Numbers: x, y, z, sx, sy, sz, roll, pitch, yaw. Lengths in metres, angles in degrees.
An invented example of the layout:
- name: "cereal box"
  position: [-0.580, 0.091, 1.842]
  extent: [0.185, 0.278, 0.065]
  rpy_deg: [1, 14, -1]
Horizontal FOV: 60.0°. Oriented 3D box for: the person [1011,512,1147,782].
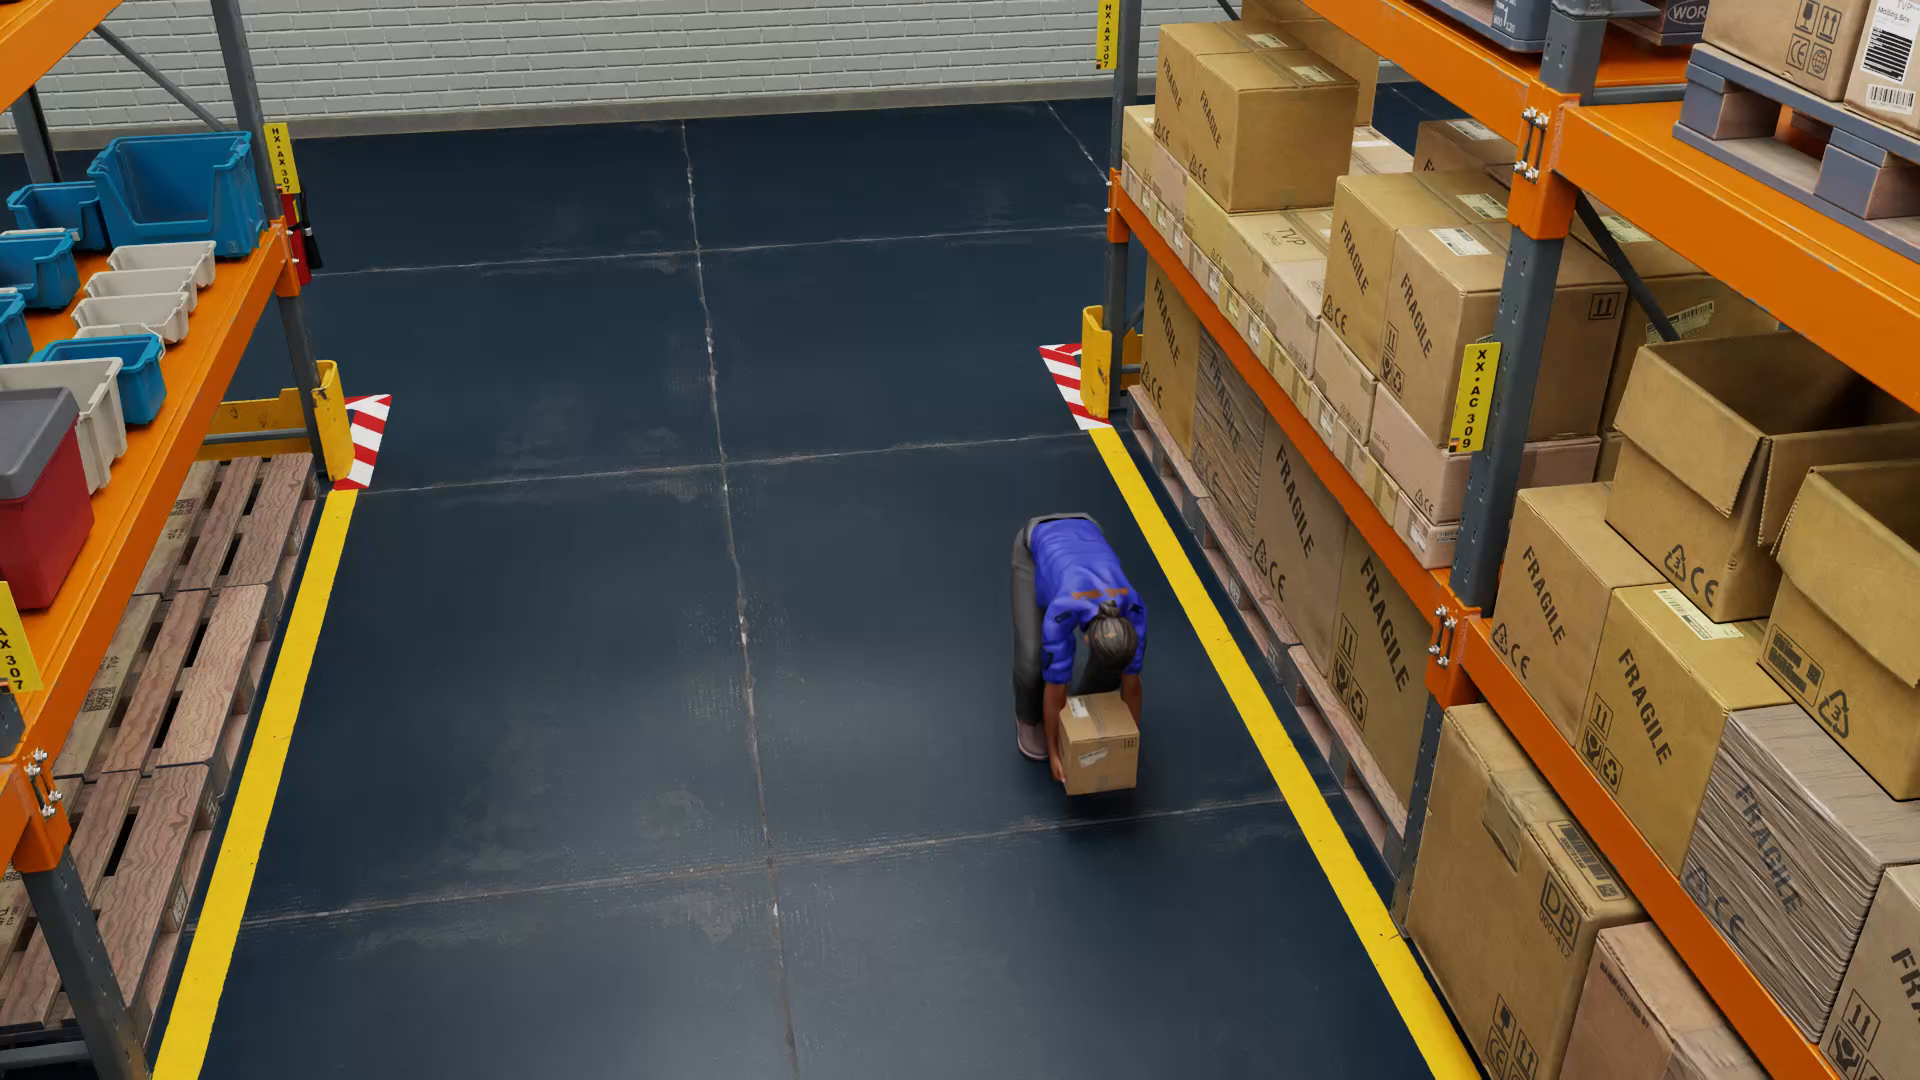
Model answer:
- name: "person"
  position: [0.442, 0.452, 6.071]
  extent: [0.445, 0.954, 0.876]
  rpy_deg: [-7, 32, -11]
